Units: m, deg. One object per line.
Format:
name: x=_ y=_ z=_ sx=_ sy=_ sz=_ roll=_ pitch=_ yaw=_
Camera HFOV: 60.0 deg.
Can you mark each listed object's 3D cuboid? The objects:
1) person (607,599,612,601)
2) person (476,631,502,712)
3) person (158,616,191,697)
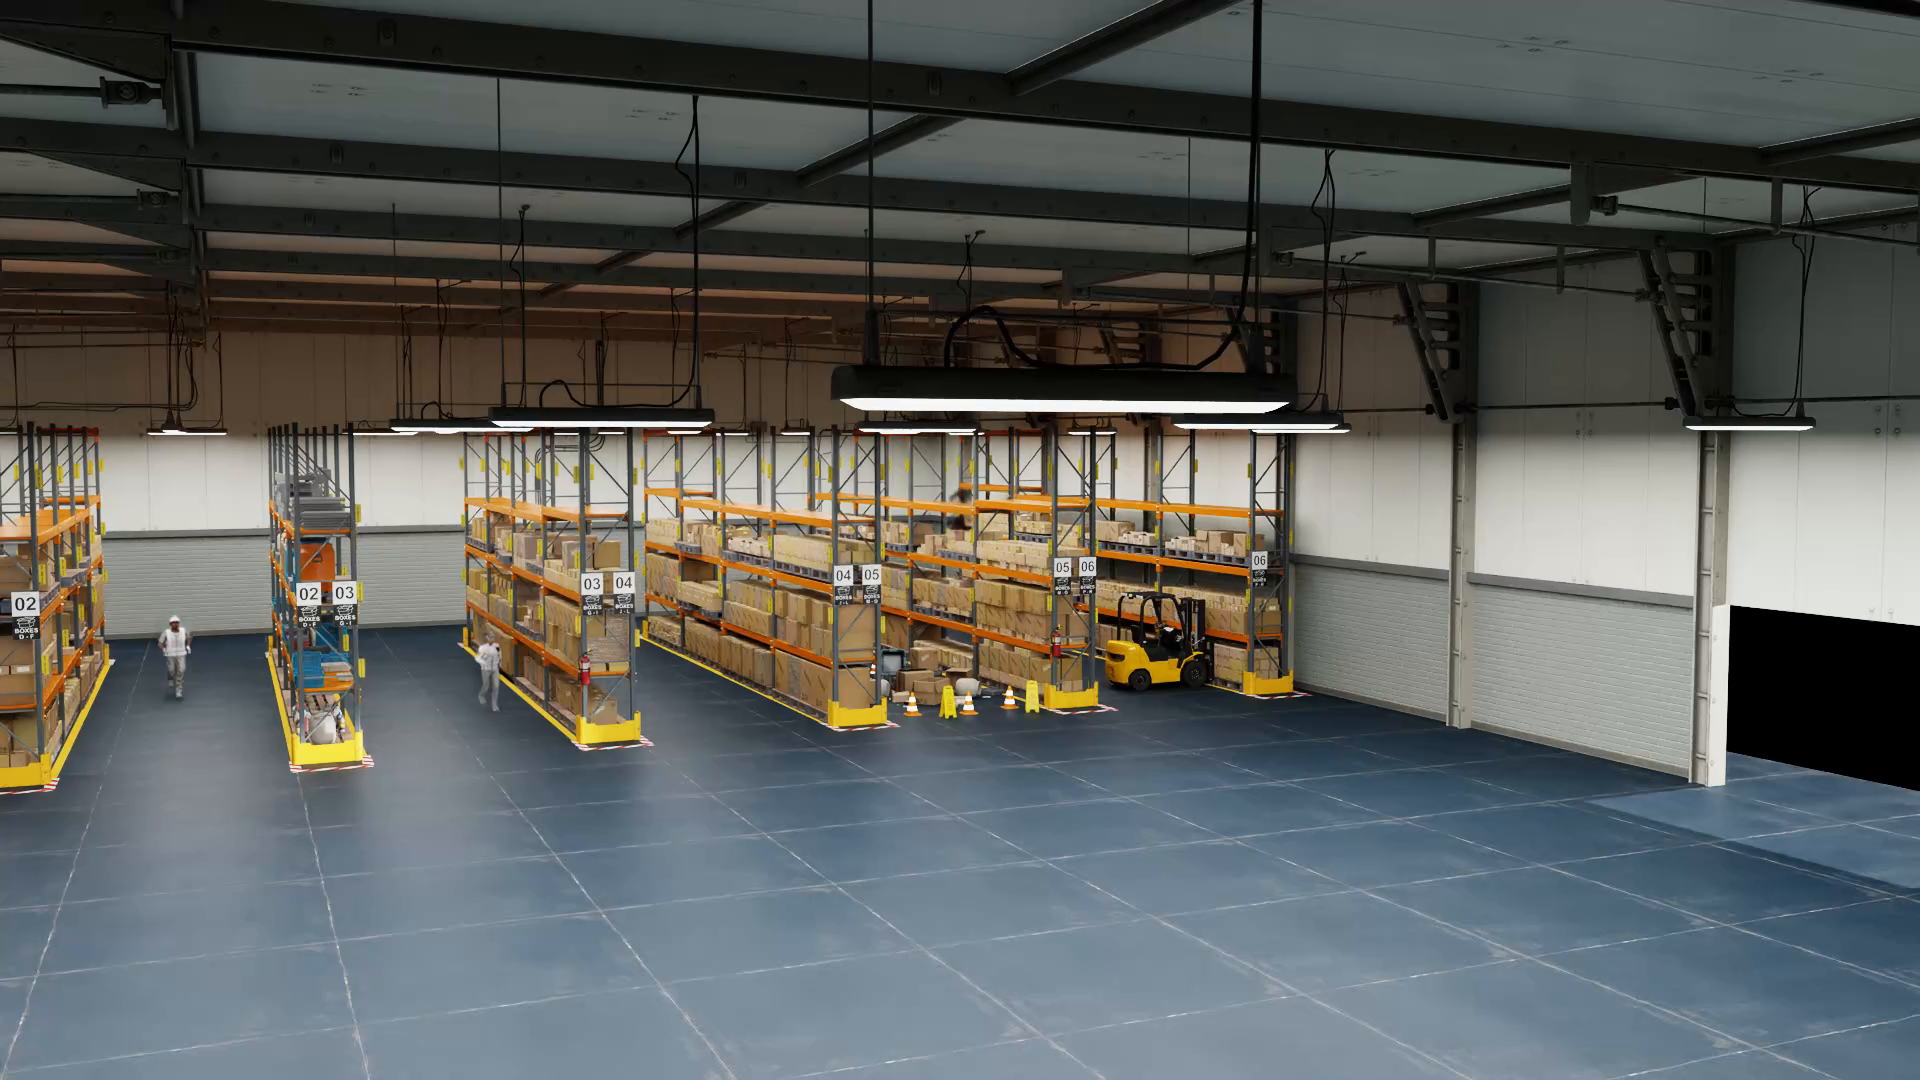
person: x=-10.136 y=2.077 z=47.202 sx=0.610 sy=1.591 sz=0.661 roll=0 pitch=4 yaw=6
person: x=-9.926 y=2.739 z=35.088 sx=0.600 sy=1.681 sz=0.892 roll=-2 pitch=4 yaw=-33
person: x=-17.493 y=2.590 z=37.088 sx=0.694 sy=1.780 sz=0.841 roll=-2 pitch=4 yaw=-34
